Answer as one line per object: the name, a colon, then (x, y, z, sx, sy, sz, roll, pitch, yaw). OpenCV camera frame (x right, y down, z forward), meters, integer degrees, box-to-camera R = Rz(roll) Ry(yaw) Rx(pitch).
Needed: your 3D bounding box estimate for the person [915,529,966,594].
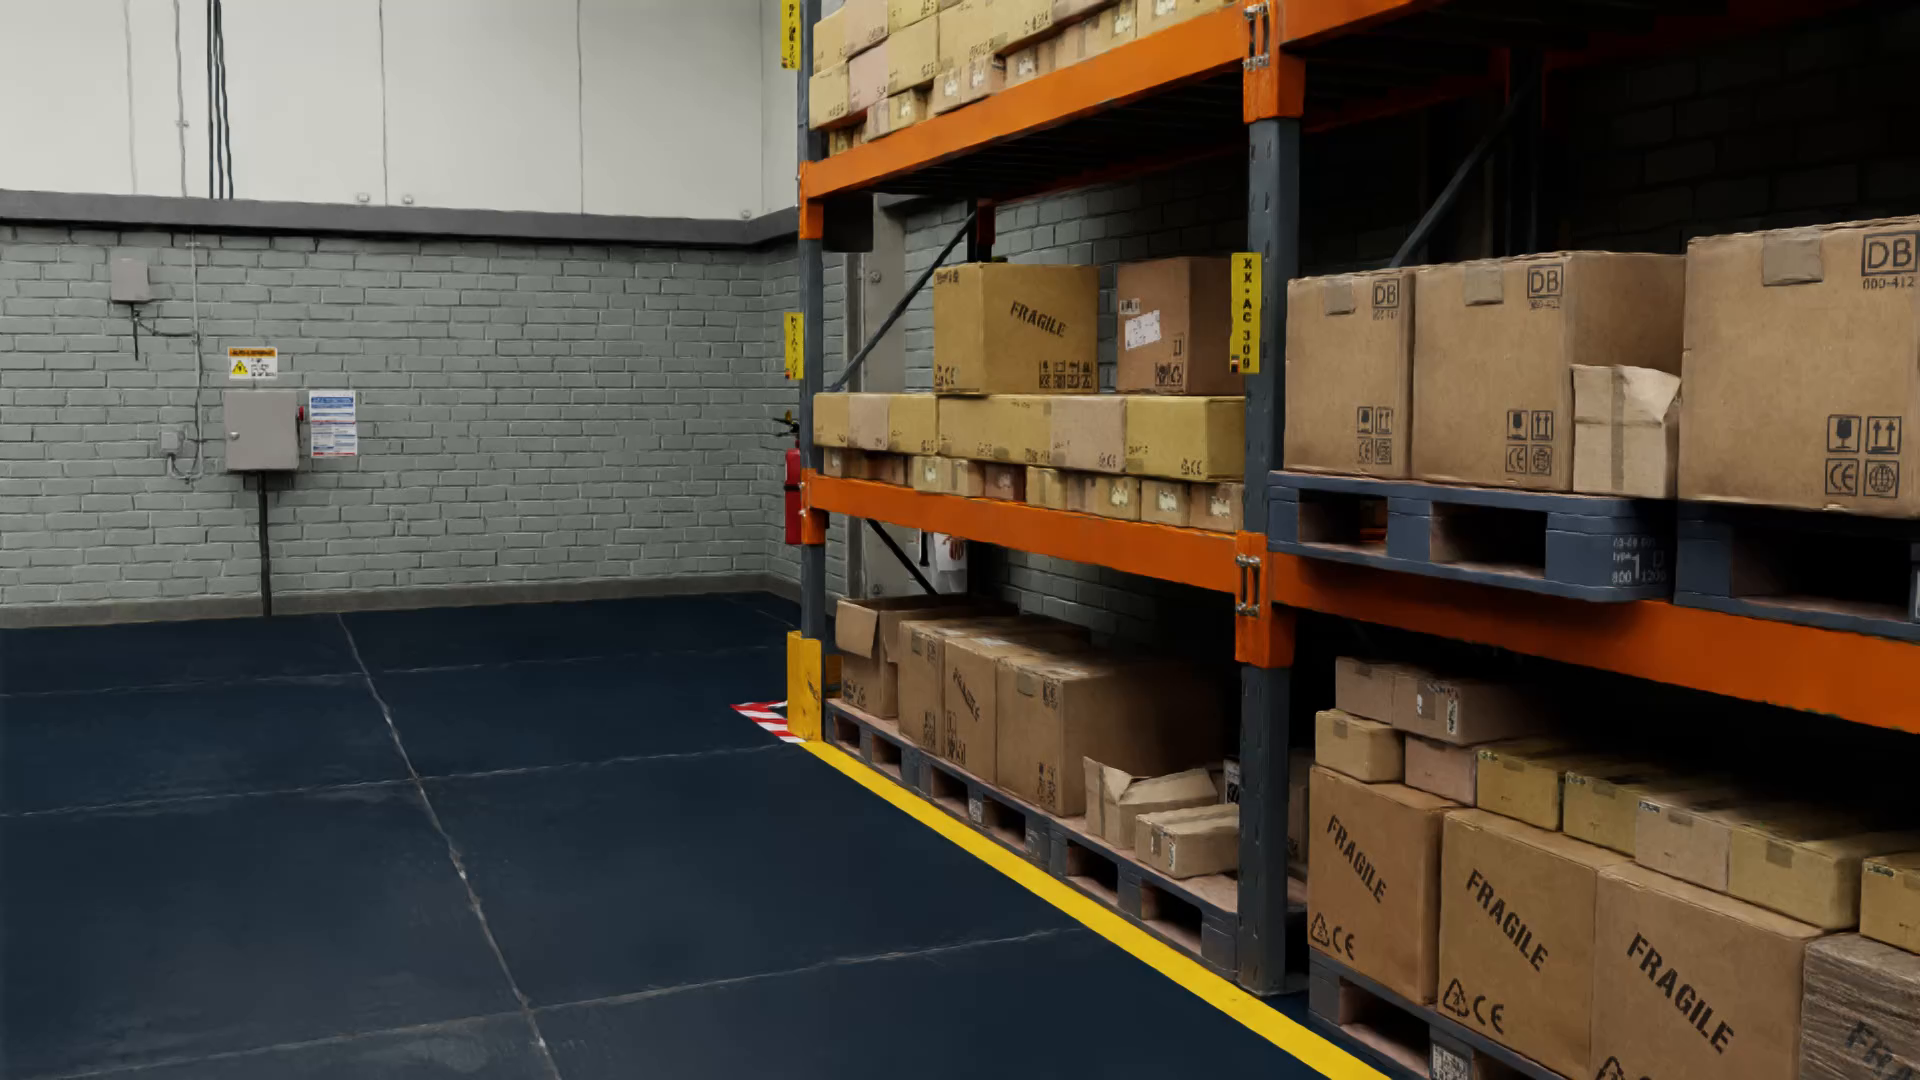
person: (-0.047, -0.062, 9.796, 0.487, 1.774, 0.644, -2, 6, -25)
